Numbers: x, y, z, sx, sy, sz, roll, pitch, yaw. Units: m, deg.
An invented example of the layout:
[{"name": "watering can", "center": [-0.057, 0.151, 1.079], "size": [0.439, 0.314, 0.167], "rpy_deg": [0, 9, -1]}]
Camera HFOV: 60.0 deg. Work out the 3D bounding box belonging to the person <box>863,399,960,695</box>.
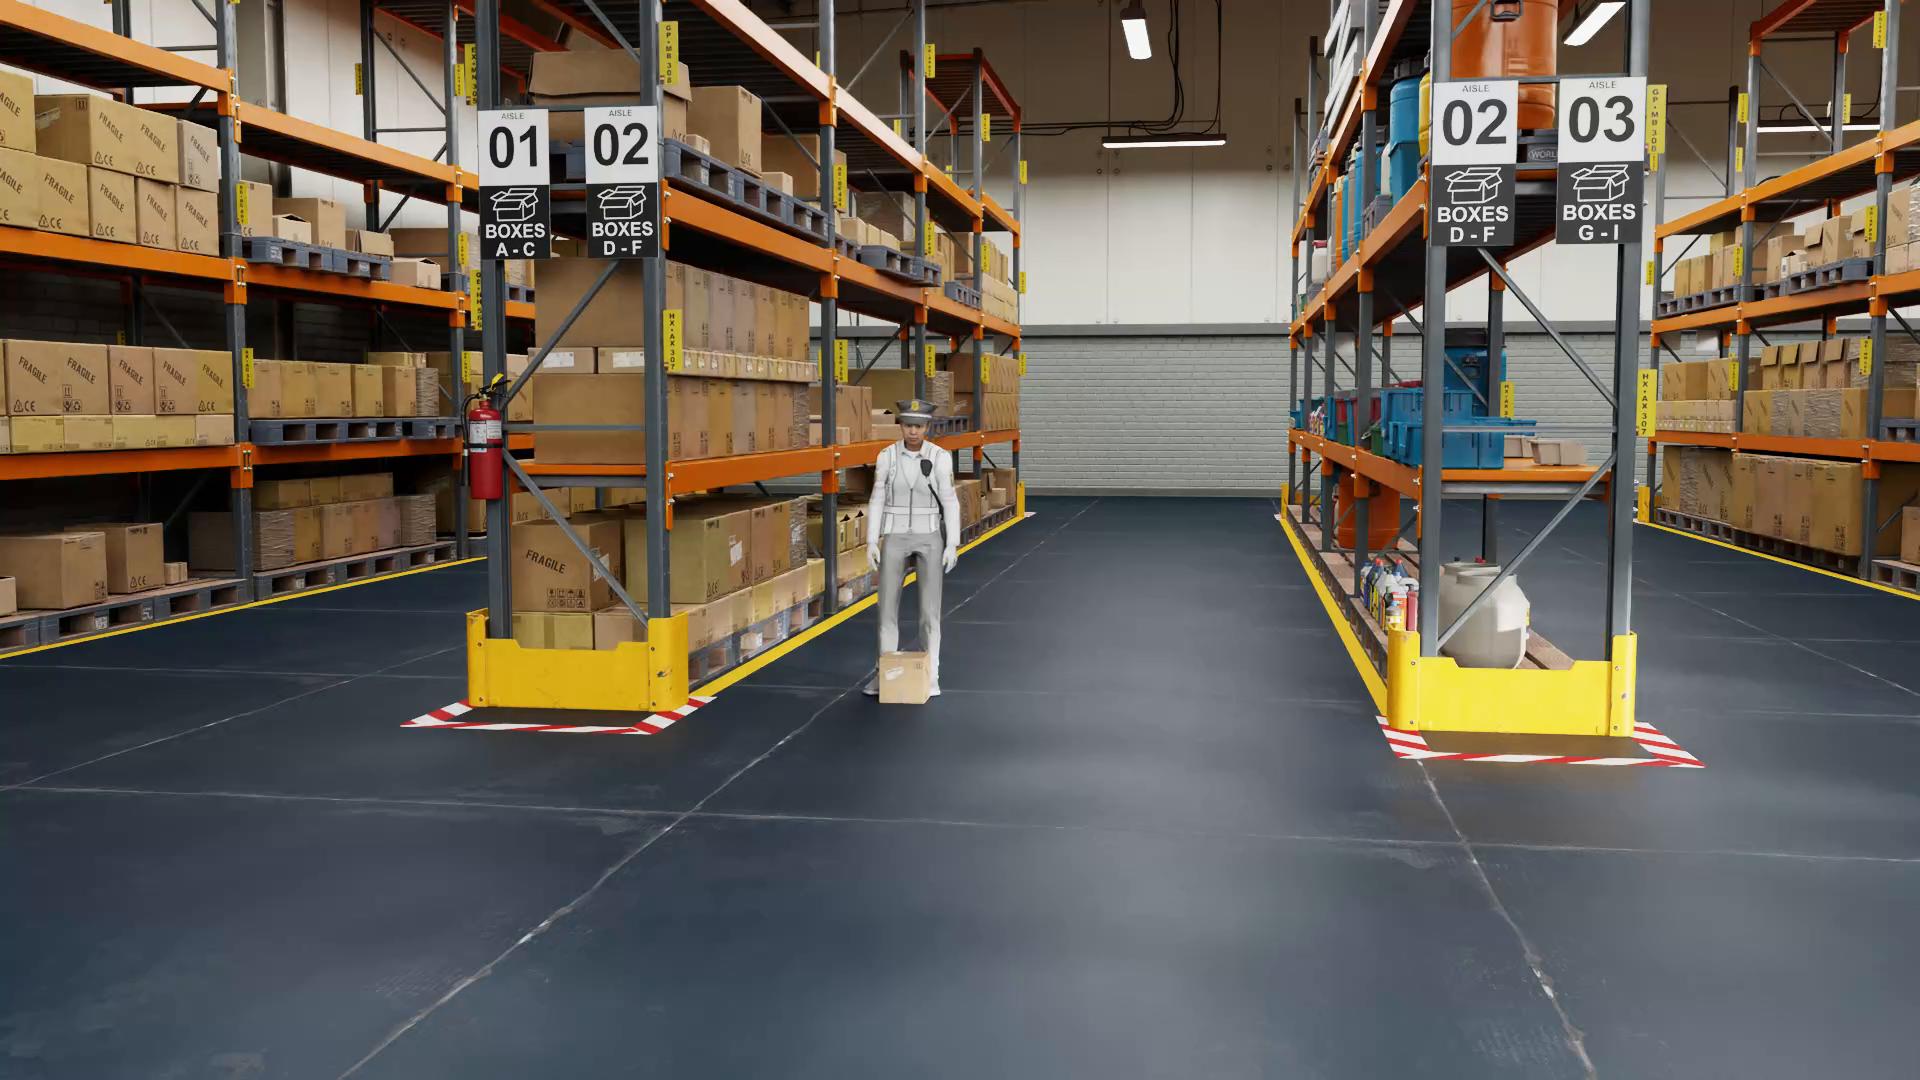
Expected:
[{"name": "person", "center": [-0.270, 0.039, 9.404], "size": [0.541, 1.661, 0.375], "rpy_deg": [0, 5, 5]}]
